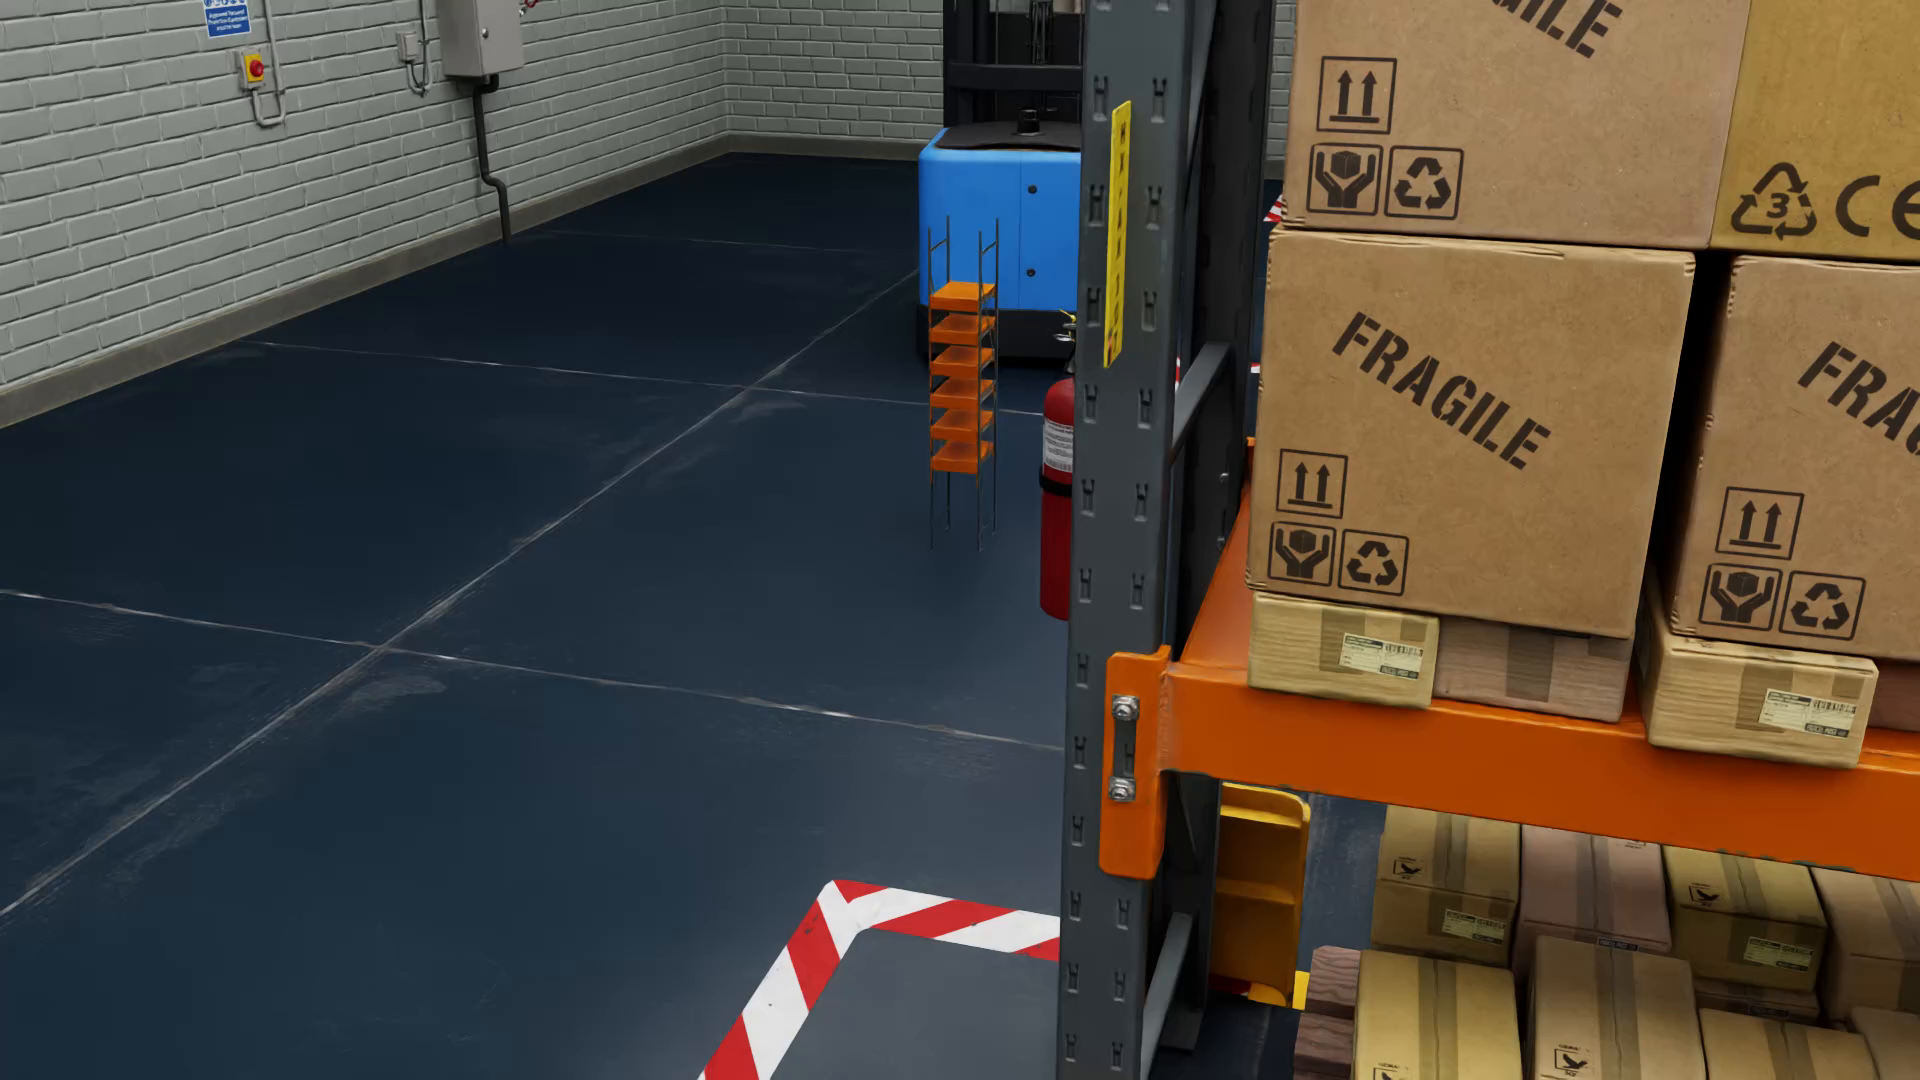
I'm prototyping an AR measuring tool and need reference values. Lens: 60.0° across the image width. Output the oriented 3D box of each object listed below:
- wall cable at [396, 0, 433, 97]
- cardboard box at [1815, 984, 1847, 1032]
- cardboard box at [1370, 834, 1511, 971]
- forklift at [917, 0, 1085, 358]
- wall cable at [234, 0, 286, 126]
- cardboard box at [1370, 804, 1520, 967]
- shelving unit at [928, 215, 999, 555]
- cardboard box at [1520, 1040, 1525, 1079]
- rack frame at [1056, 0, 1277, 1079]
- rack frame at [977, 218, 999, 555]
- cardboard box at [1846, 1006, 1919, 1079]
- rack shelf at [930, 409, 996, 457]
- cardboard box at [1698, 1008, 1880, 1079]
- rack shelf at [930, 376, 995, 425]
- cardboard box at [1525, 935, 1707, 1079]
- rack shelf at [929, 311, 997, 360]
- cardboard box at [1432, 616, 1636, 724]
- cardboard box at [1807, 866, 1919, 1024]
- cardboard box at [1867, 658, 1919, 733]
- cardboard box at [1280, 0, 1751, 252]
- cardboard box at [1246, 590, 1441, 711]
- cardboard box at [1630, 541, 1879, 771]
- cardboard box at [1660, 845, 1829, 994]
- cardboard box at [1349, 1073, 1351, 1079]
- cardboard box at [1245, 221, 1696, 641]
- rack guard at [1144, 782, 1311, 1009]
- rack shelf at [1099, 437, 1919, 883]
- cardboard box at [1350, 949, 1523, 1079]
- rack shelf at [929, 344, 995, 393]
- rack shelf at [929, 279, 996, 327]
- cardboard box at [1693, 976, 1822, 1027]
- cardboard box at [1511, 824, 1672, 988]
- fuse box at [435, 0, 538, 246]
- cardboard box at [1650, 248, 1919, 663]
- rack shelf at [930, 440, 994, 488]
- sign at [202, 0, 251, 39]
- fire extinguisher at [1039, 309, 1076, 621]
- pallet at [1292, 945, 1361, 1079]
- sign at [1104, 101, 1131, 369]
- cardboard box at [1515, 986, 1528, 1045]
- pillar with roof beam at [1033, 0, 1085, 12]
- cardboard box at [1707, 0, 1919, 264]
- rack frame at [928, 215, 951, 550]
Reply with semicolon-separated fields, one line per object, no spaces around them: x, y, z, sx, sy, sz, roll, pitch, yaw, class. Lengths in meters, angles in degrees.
-3.315;-3.591;9.733;0.122;1.984;0.588;7;23;16;wall cable
1.671;0.879;2.985;0.250;0.149;0.380;6;23;15;cardboard box
0.946;0.756;3.286;0.250;0.149;0.380;6;23;14;cardboard box
0.484;-2.775;9.174;1.130;2.935;3.031;3;22;7;forklift
-3.714;-3.089;8.468;0.123;1.953;0.585;7;23;16;wall cable
0.938;0.630;3.200;0.250;0.149;0.380;7;23;16;cardboard box
0.014;-0.554;6.038;0.189;1.200;0.258;7;23;16;shelving unit
1.031;1.003;2.683;0.250;0.149;0.380;6;23;15;cardboard box
0.358;-0.185;2.769;0.127;3.000;1.000;7;23;16;rack frame
0.101;-0.543;6.014;0.006;1.200;0.240;7;23;16;rack frame
1.526;0.903;2.536;0.250;0.149;0.380;5;23;13;cardboard box
0.014;-0.401;6.101;0.180;0.103;0.258;7;23;16;rack shelf
1.264;0.906;2.529;0.250;0.149;0.380;6;23;15;cardboard box
0.014;-0.512;6.055;0.180;0.103;0.258;7;23;16;rack shelf
1.060;0.832;2.709;0.250;0.149;0.380;7;23;16;cardboard box
0.014;-0.734;5.964;0.180;0.103;0.258;7;23;16;rack shelf
0.829;0.098;2.408;0.250;0.149;0.380;7;23;17;cardboard box
1.676;0.712;3.000;0.250;0.149;0.380;6;23;13;cardboard box
1.359;0.126;2.341;0.250;0.149;0.380;8;24;18;cardboard box
0.711;-0.686;2.149;0.500;0.500;0.500;6;23;15;cardboard box
0.574;0.086;2.440;0.250;0.149;0.380;6;23;15;cardboard box
1.071;0.147;2.289;0.250;0.149;0.380;6;23;14;cardboard box
1.447;0.661;3.126;0.250;0.149;0.380;6;23;14;cardboard box
0.786;0.953;2.807;0.250;0.149;0.380;8;23;18;cardboard box
0.708;-0.220;2.329;0.500;0.500;0.500;8;24;18;cardboard box
0.431;0.980;3.223;0.348;0.500;1.175;7;23;16;rack guard
2.273;0.367;2.371;4.000;0.370;1.077;7;23;16;rack shelf
0.762;0.845;2.677;0.250;0.149;0.380;5;23;13;cardboard box
0.014;-0.623;6.010;0.180;0.103;0.258;7;23;16;rack shelf
0.014;-0.845;5.919;0.180;0.103;0.258;7;23;16;rack shelf
1.444;0.812;3.148;0.250;0.149;0.380;6;23;13;cardboard box
1.162;0.679;3.082;0.250;0.149;0.380;7;23;17;cardboard box
-2.967;-2.756;10.733;0.414;1.711;0.539;7;23;16;fuse box
1.228;-0.170;2.208;0.500;0.500;0.500;7;23;16;cardboard box
0.014;-0.290;6.146;0.180;0.103;0.258;7;23;16;rack shelf
-3.786;-2.719;8.589;0.001;0.218;0.327;7;23;16;sign
0.250;-0.172;3.331;0.183;0.674;0.296;7;23;16;fire extinguisher
1.198;1.215;3.029;1.213;0.211;1.003;7;23;16;pallet
0.202;-0.389;2.124;0.005;0.325;0.100;7;23;16;sign
1.181;0.804;3.168;0.250;0.149;0.380;6;23;14;cardboard box
-0.443;-5.633;8.145;0.400;9.000;9.100;7;23;16;pillar with roof beam
1.196;-0.633;2.020;0.500;0.500;0.500;7;23;17;cardboard box
-0.074;-0.564;6.063;0.006;1.200;0.240;7;23;16;rack frame
